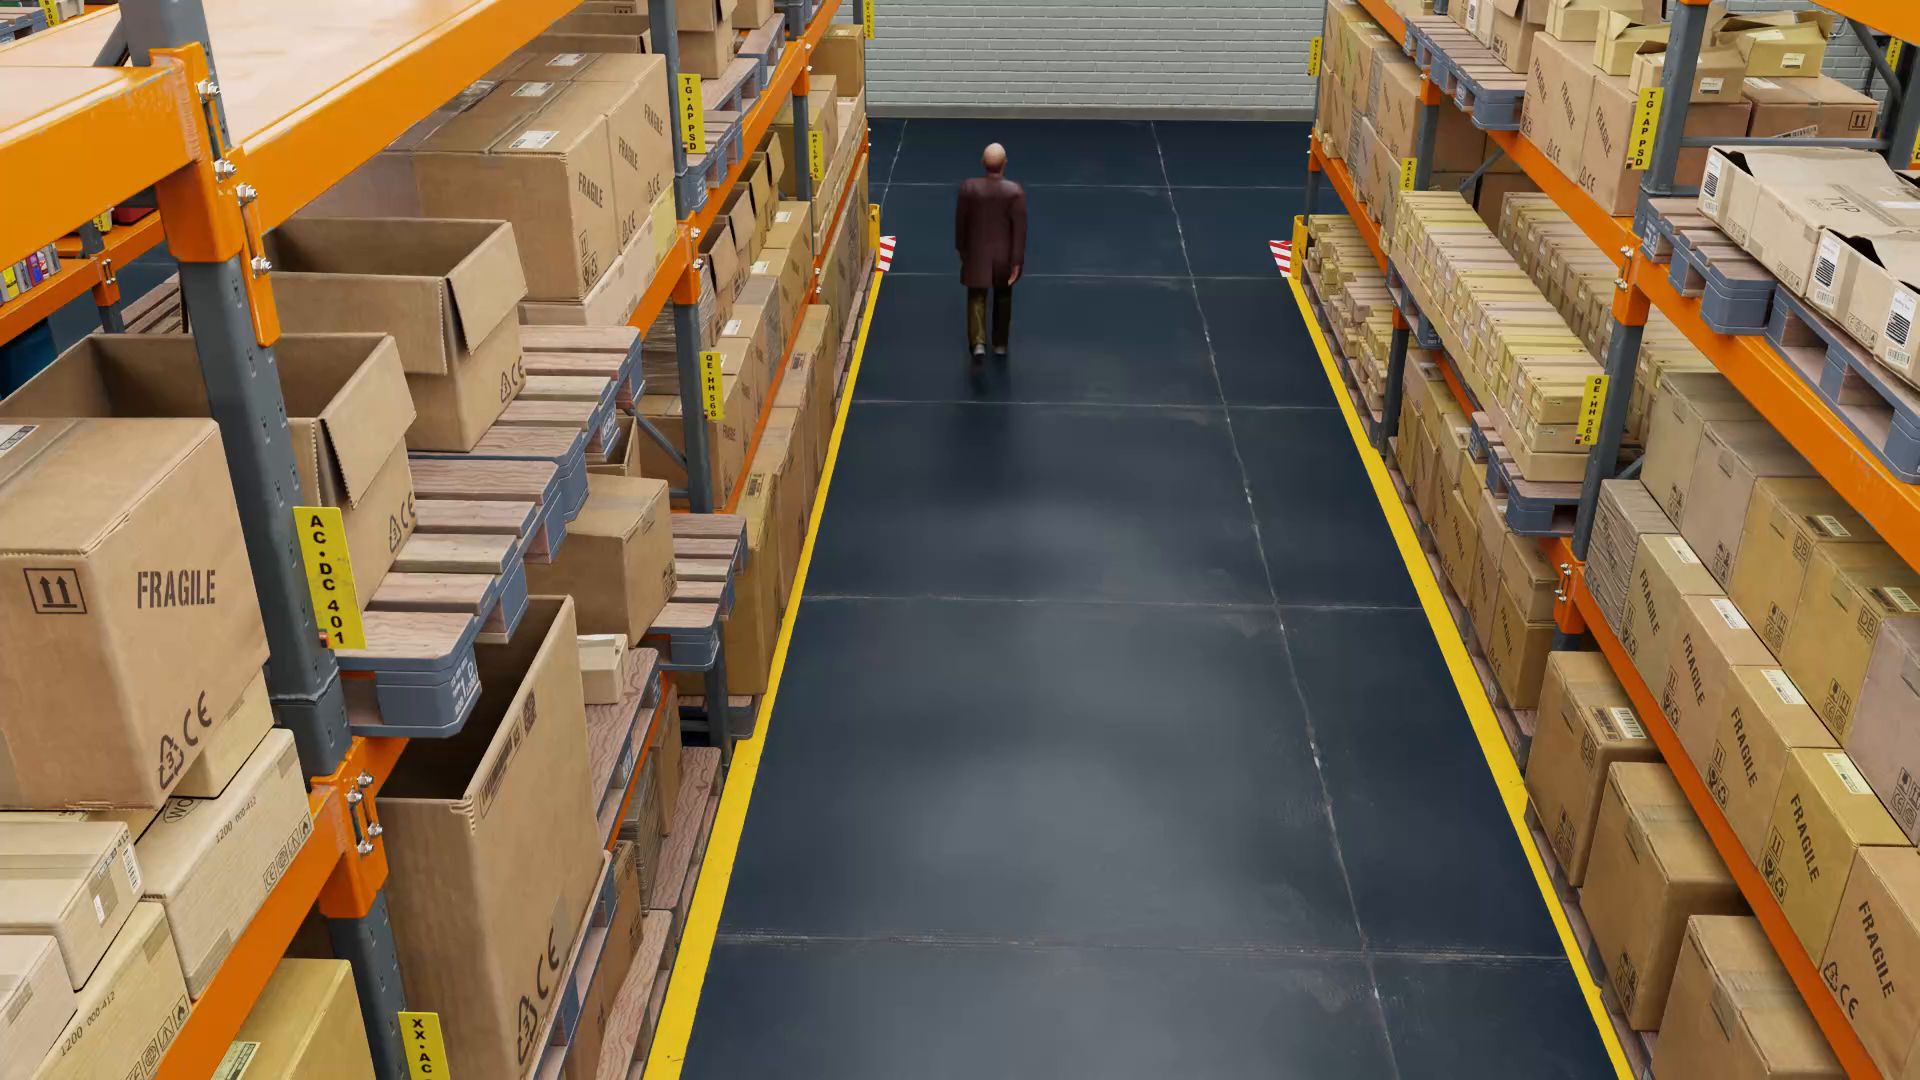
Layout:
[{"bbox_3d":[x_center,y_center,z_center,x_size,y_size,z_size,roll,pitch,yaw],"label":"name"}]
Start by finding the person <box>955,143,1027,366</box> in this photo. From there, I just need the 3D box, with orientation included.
[{"bbox_3d":[0.236,-2.196,12.830,0.556,1.743,1.005,1,28,1],"label":"person"}]
